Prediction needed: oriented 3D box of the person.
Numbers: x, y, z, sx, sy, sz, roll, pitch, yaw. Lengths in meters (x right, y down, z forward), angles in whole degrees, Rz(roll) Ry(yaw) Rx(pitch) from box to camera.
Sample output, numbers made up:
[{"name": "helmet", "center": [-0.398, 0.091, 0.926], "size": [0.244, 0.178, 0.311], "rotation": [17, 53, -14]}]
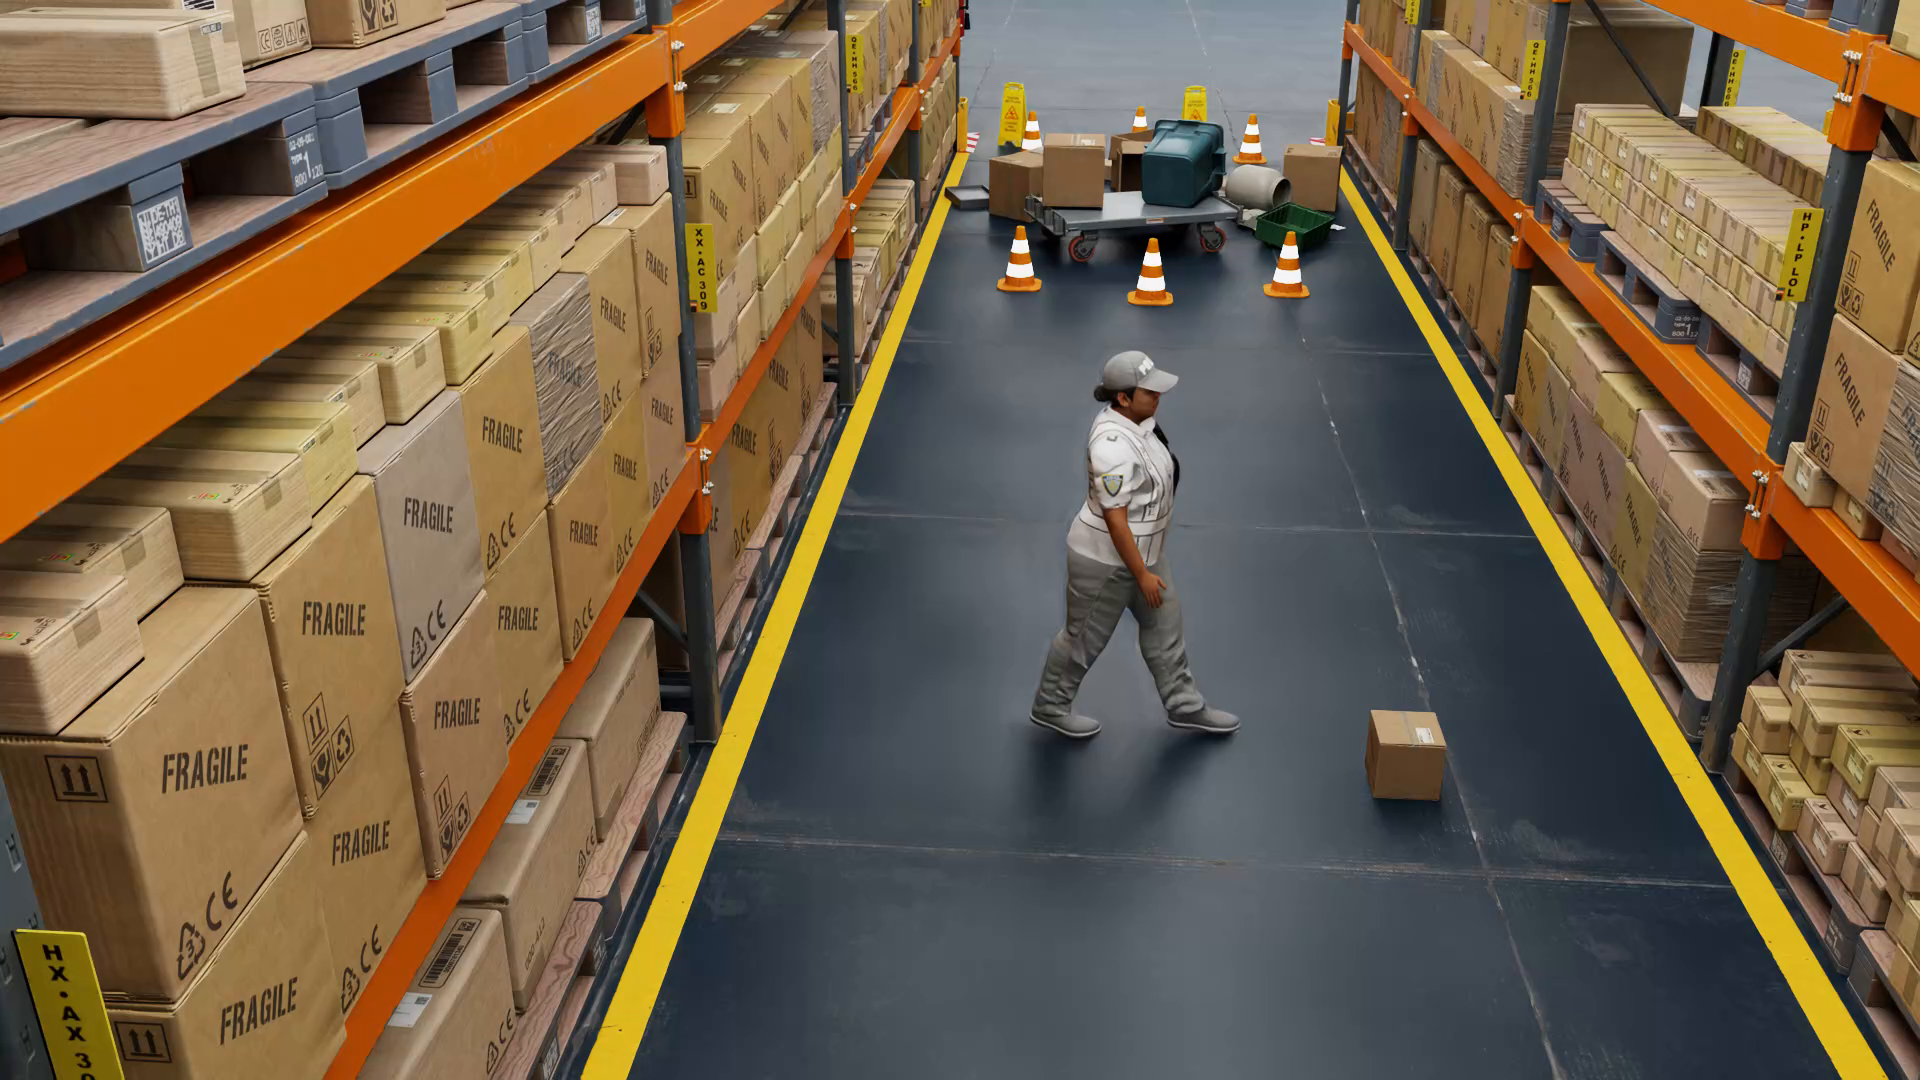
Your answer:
[{"name": "person", "center": [0.691, 0.056, 6.442], "size": [0.828, 1.628, 0.495], "rotation": [9, 26, 18]}]
